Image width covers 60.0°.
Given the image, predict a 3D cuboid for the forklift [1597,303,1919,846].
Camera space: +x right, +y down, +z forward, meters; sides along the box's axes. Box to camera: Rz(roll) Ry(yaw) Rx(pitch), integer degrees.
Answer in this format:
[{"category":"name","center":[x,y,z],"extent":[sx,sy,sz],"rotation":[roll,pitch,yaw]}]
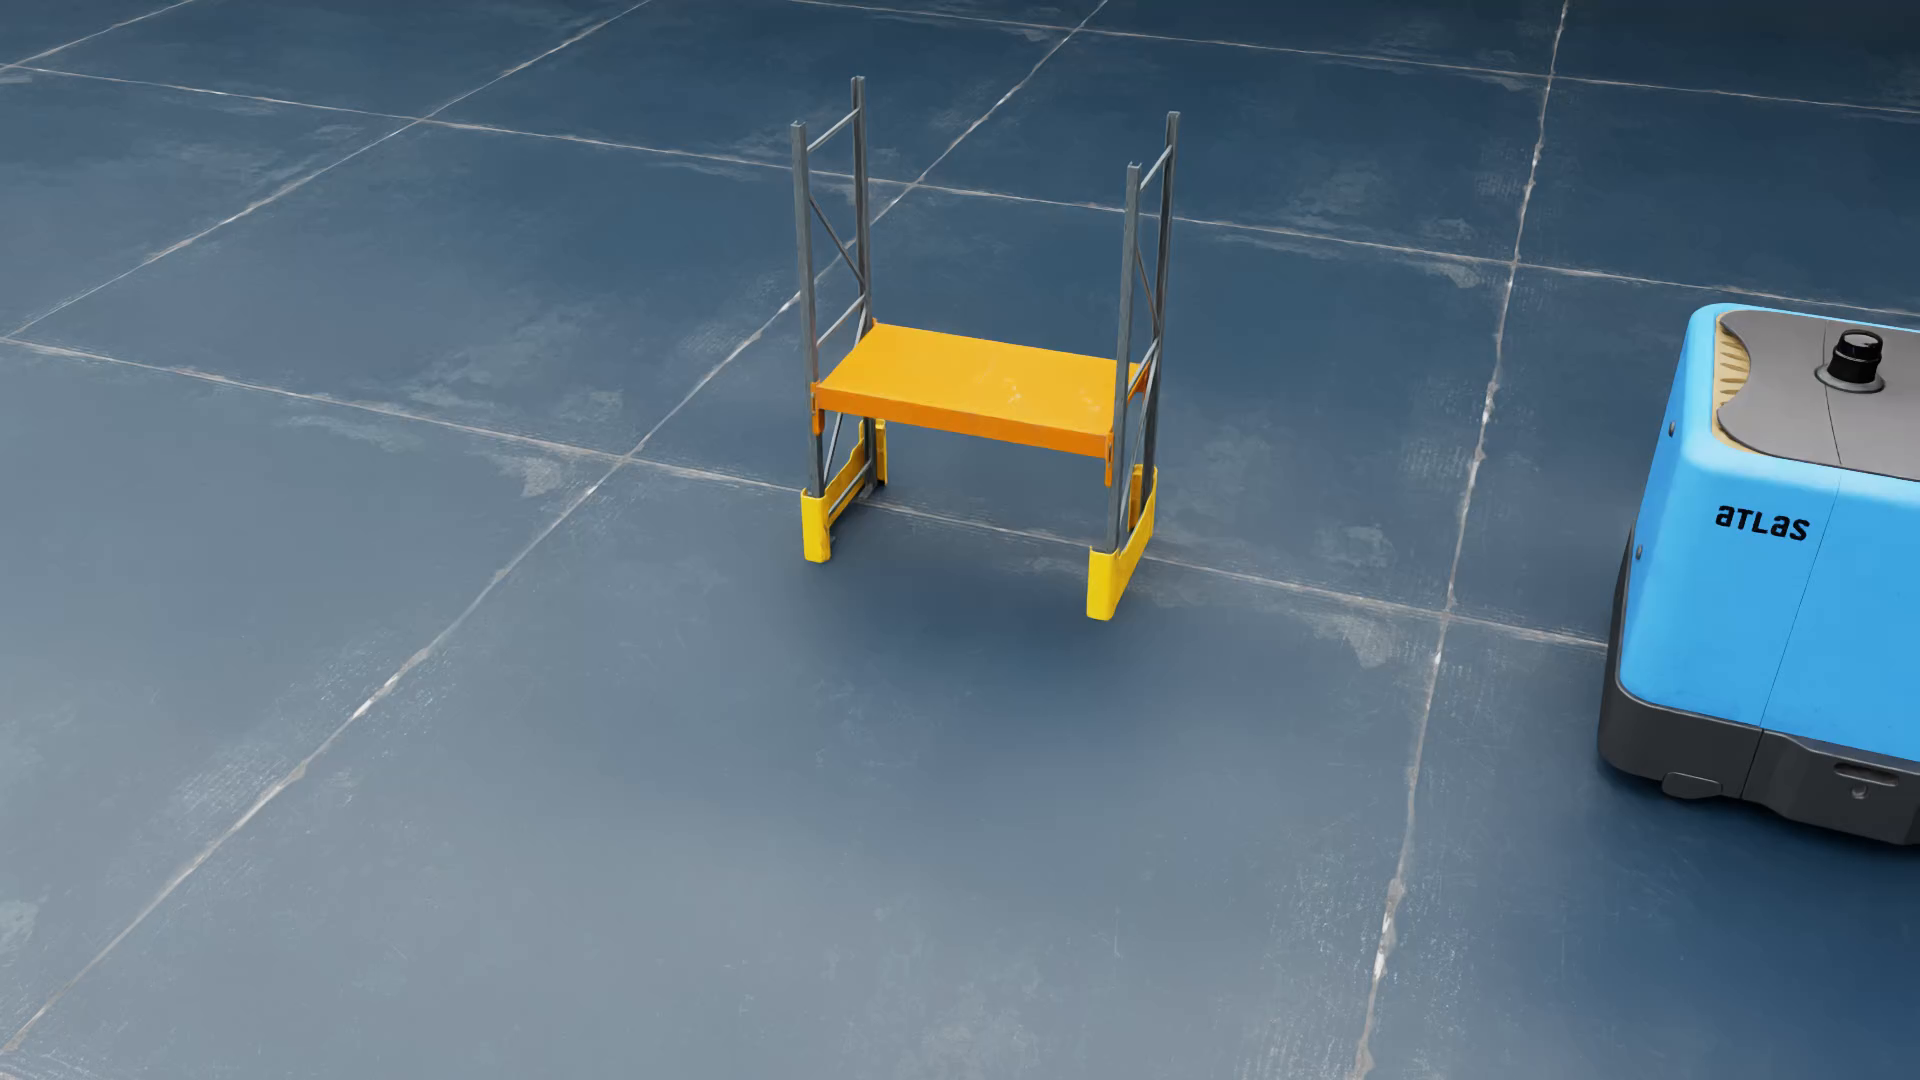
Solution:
[{"category":"forklift","center":[3.371,-0.500,3.823],"extent":[3.031,2.935,1.130],"rotation":[12,35,18]}]

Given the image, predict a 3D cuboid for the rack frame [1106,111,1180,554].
[{"category":"rack frame","center":[0.559,-0.521,5.175],"extent":[0.032,1.500,0.500],"rotation":[11,34,16]}]

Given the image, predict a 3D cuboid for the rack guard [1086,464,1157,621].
[{"category":"rack guard","center":[0.541,0.000,5.519],"extent":[0.087,0.250,0.587],"rotation":[11,34,16]}]

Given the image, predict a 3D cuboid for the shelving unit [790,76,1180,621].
[{"category":"shelving unit","center":[0.072,-0.616,5.322],"extent":[1.083,1.500,0.587],"rotation":[11,34,16]}]

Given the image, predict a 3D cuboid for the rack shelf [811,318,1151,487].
[{"category":"rack shelf","center":[0.080,-0.463,5.417],"extent":[1.000,0.185,0.538],"rotation":[11,34,16]}]

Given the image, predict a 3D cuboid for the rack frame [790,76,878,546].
[{"category":"rack frame","center":[-0.398,-0.707,5.463],"extent":[0.032,1.500,0.500],"rotation":[11,34,16]}]

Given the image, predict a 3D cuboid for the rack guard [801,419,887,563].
[{"category":"rack guard","center":[-0.397,-0.182,5.802],"extent":[0.087,0.250,0.587],"rotation":[11,34,16]}]
